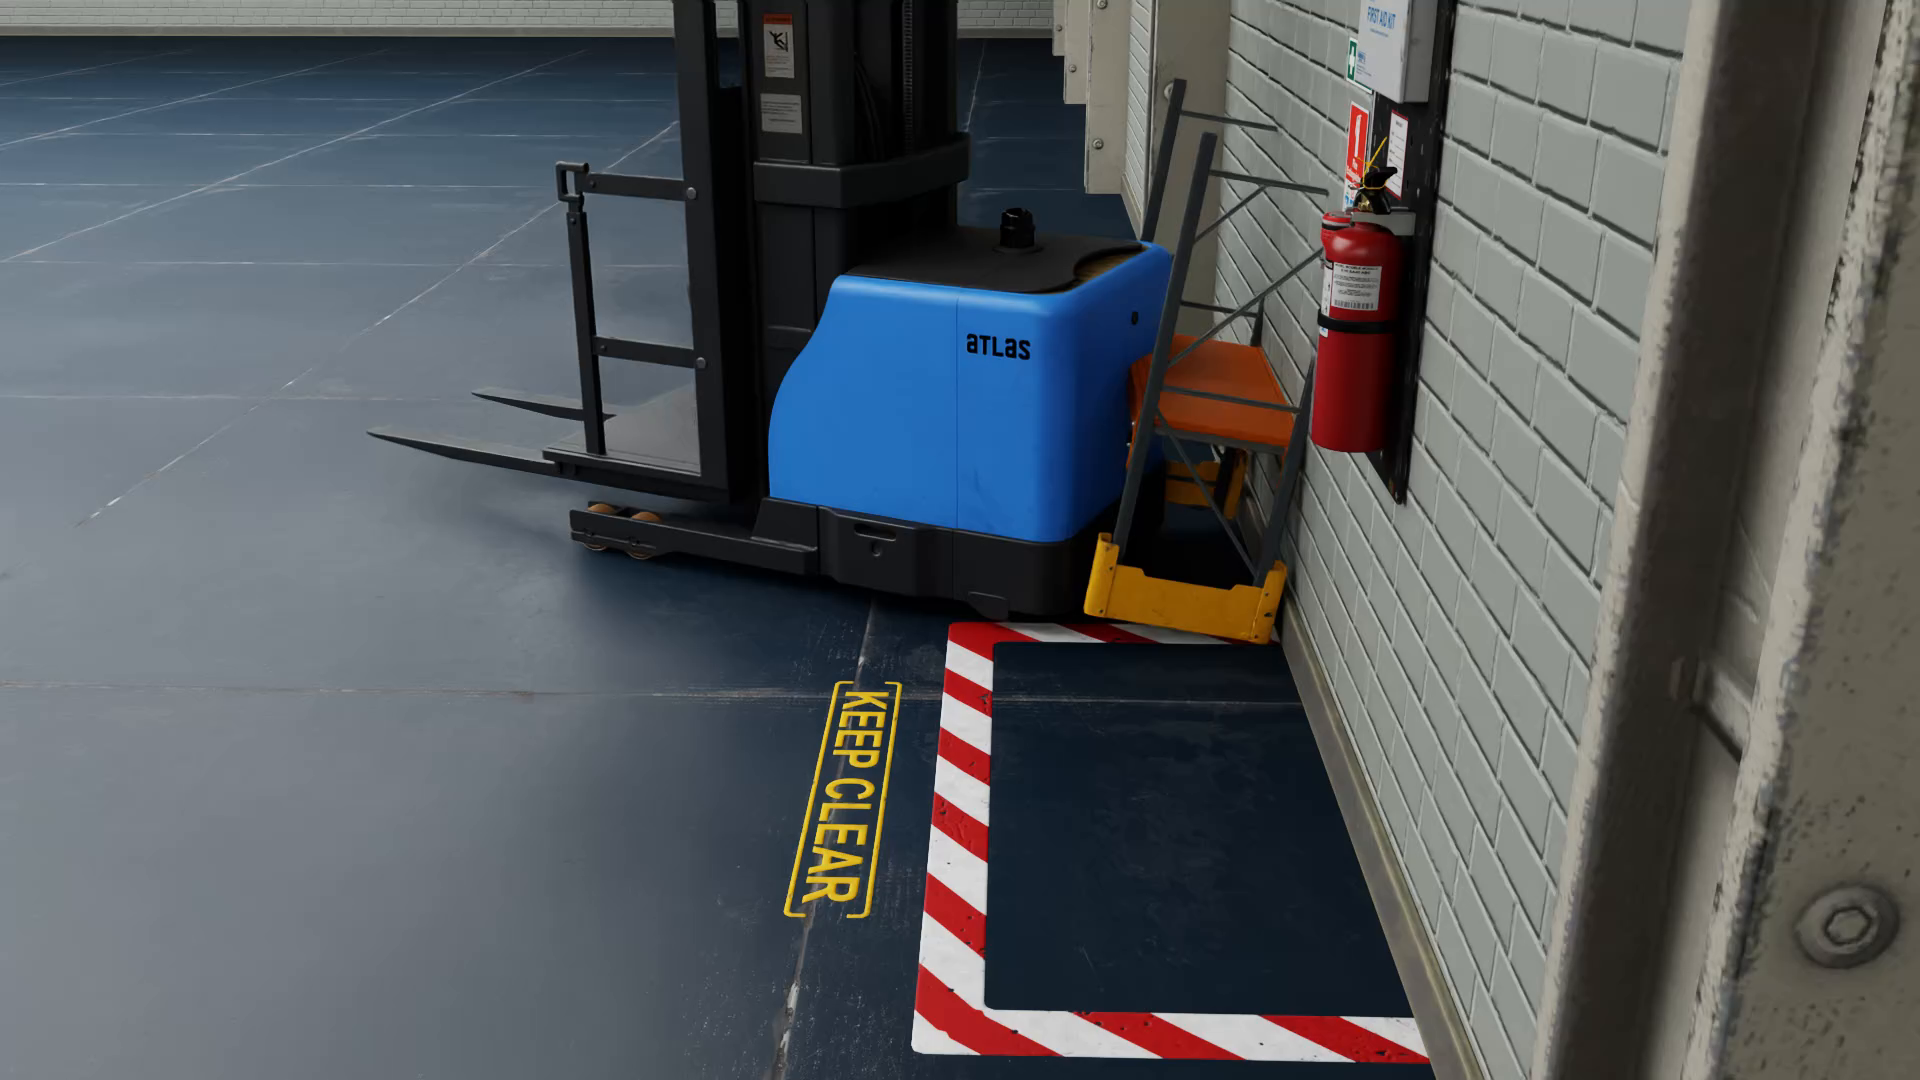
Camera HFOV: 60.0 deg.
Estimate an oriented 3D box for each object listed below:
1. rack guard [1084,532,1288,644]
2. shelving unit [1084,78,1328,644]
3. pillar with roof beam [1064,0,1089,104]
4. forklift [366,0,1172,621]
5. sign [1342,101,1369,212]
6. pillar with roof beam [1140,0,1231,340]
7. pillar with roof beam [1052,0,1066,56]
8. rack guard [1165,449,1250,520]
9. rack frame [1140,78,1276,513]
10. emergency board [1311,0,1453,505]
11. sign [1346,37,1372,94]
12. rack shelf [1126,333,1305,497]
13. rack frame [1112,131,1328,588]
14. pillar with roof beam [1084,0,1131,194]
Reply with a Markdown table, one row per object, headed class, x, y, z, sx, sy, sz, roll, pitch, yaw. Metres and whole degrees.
| class | x | y | z | sx | sy | sz | roll | pitch | yaw |
| --- | --- | --- | --- | --- | --- | --- | --- | --- | --- |
| rack guard | 0.698 | 0.150 | 5.167 | 0.587 | 0.250 | 0.087 | 9 | 24 | -1 |
| shelving unit | 0.818 | -0.613 | 5.372 | 0.587 | 1.500 | 1.083 | 9 | 24 | -1 |
| pillar with roof beam | -2.973 | -9.194 | 17.285 | 9.100 | 9.000 | 0.400 | 1 | 21 | 2 |
| forklift | -0.821 | -1.456 | 5.730 | 3.031 | 2.935 | 1.130 | 10 | 23 | 24 |
| sign | 1.016 | -0.950 | 4.282 | 0.001 | 0.329 | 0.234 | 1 | 21 | 2 |
| pillar with roof beam | -3.338 | -4.855 | 6.102 | 9.100 | 9.000 | 0.400 | 1 | 21 | 2 |
| pillar with roof beam | -2.790 | -11.364 | 22.876 | 9.100 | 9.000 | 0.400 | 1 | 21 | 2 |
| rack guard | 0.740 | -0.248 | 6.079 | 0.587 | 0.250 | 0.087 | 9 | 24 | -1 |
| rack frame | 0.840 | -0.820 | 5.846 | 0.500 | 1.500 | 0.032 | 9 | 24 | -1 |
| emergency board | 0.896 | -0.735 | 3.776 | 0.194 | 1.169 | 0.643 | 1 | 21 | 2 |
| sign | 1.007 | -1.196 | 4.182 | 0.001 | 0.109 | 0.331 | 1 | 21 | 2 |
| rack shelf | 0.790 | -0.454 | 5.452 | 0.538 | 0.185 | 1.000 | 9 | 24 | -1 |
| rack frame | 0.797 | -0.413 | 4.915 | 0.500 | 1.500 | 0.032 | 9 | 24 | -1 |
| pillar with roof beam | -3.155 | -7.025 | 11.694 | 9.100 | 9.000 | 0.400 | 1 | 21 | 2 |
